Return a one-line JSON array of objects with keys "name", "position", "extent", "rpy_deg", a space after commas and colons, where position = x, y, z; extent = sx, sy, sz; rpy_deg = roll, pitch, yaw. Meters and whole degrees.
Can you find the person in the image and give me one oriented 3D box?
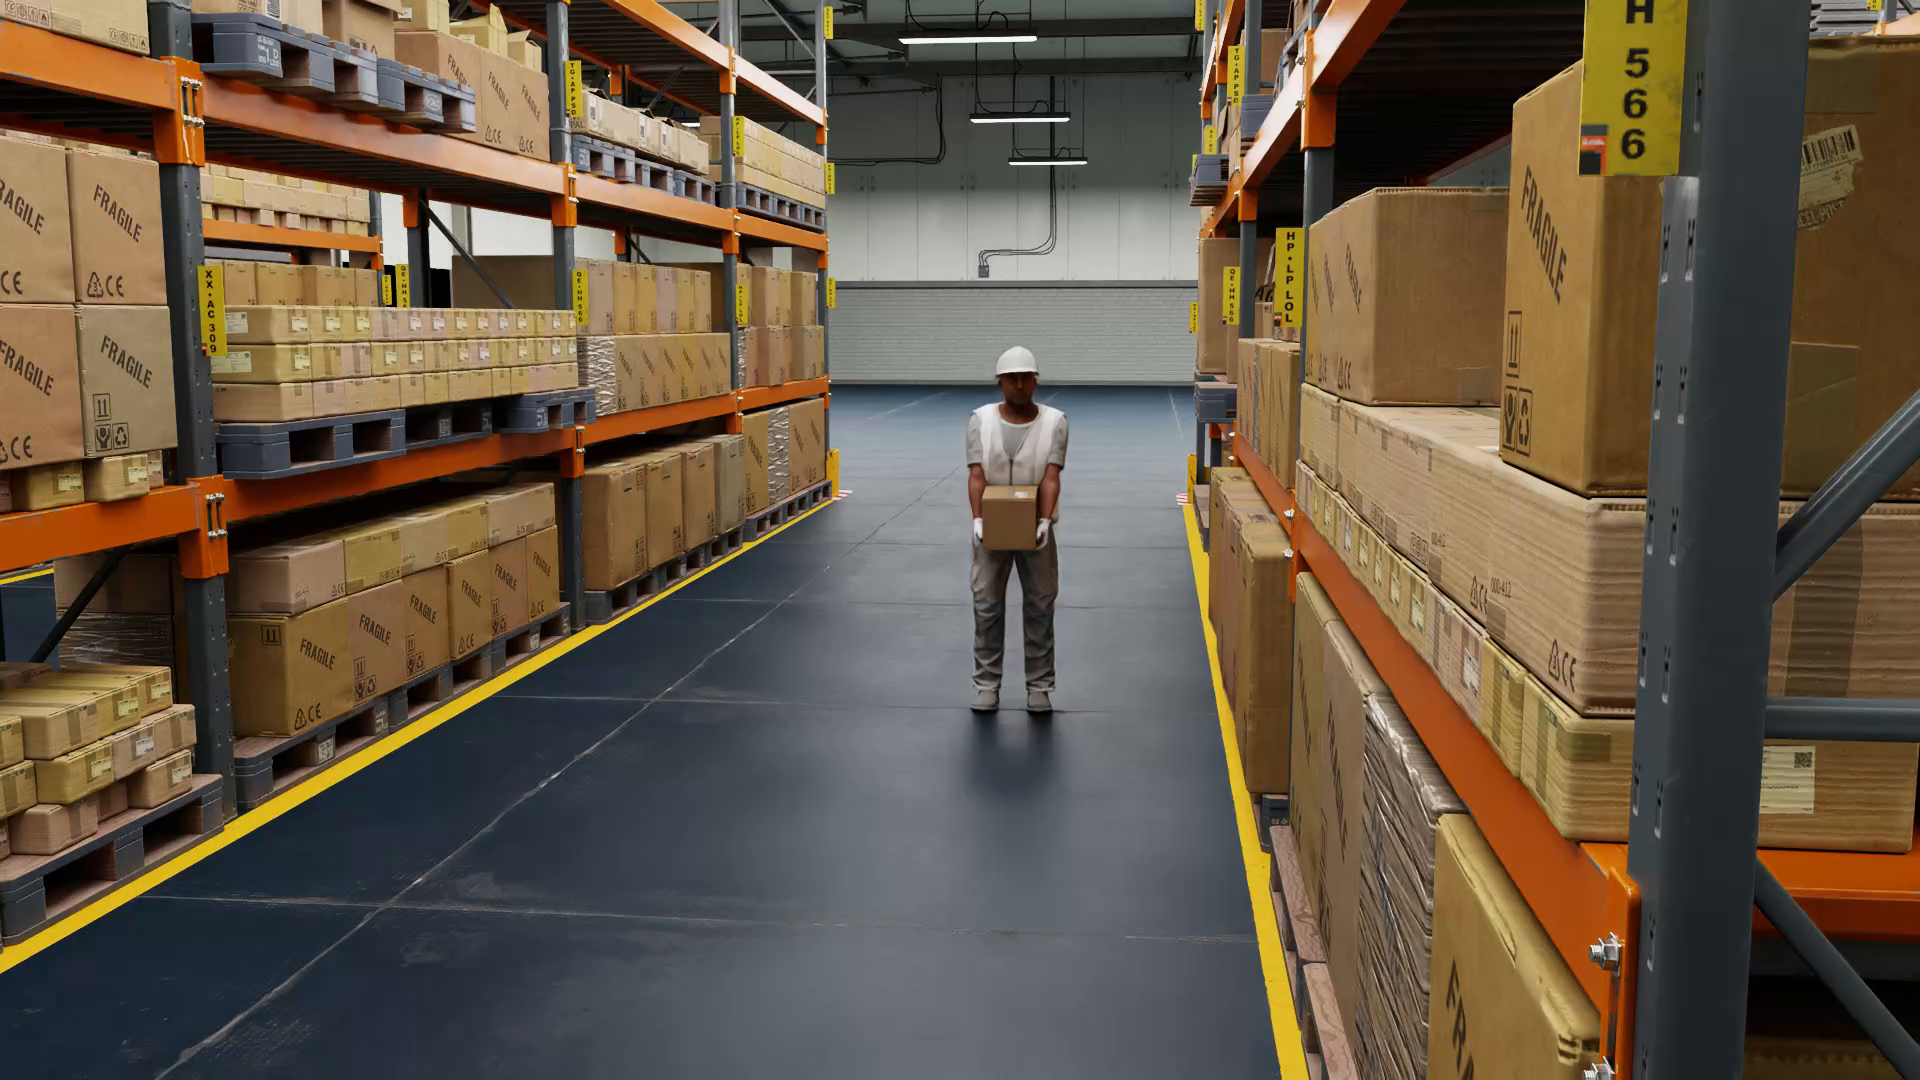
[{"name": "person", "position": [0.272, -0.040, 8.041], "extent": [0.491, 1.775, 0.592], "rpy_deg": [1, 8, 5]}]
